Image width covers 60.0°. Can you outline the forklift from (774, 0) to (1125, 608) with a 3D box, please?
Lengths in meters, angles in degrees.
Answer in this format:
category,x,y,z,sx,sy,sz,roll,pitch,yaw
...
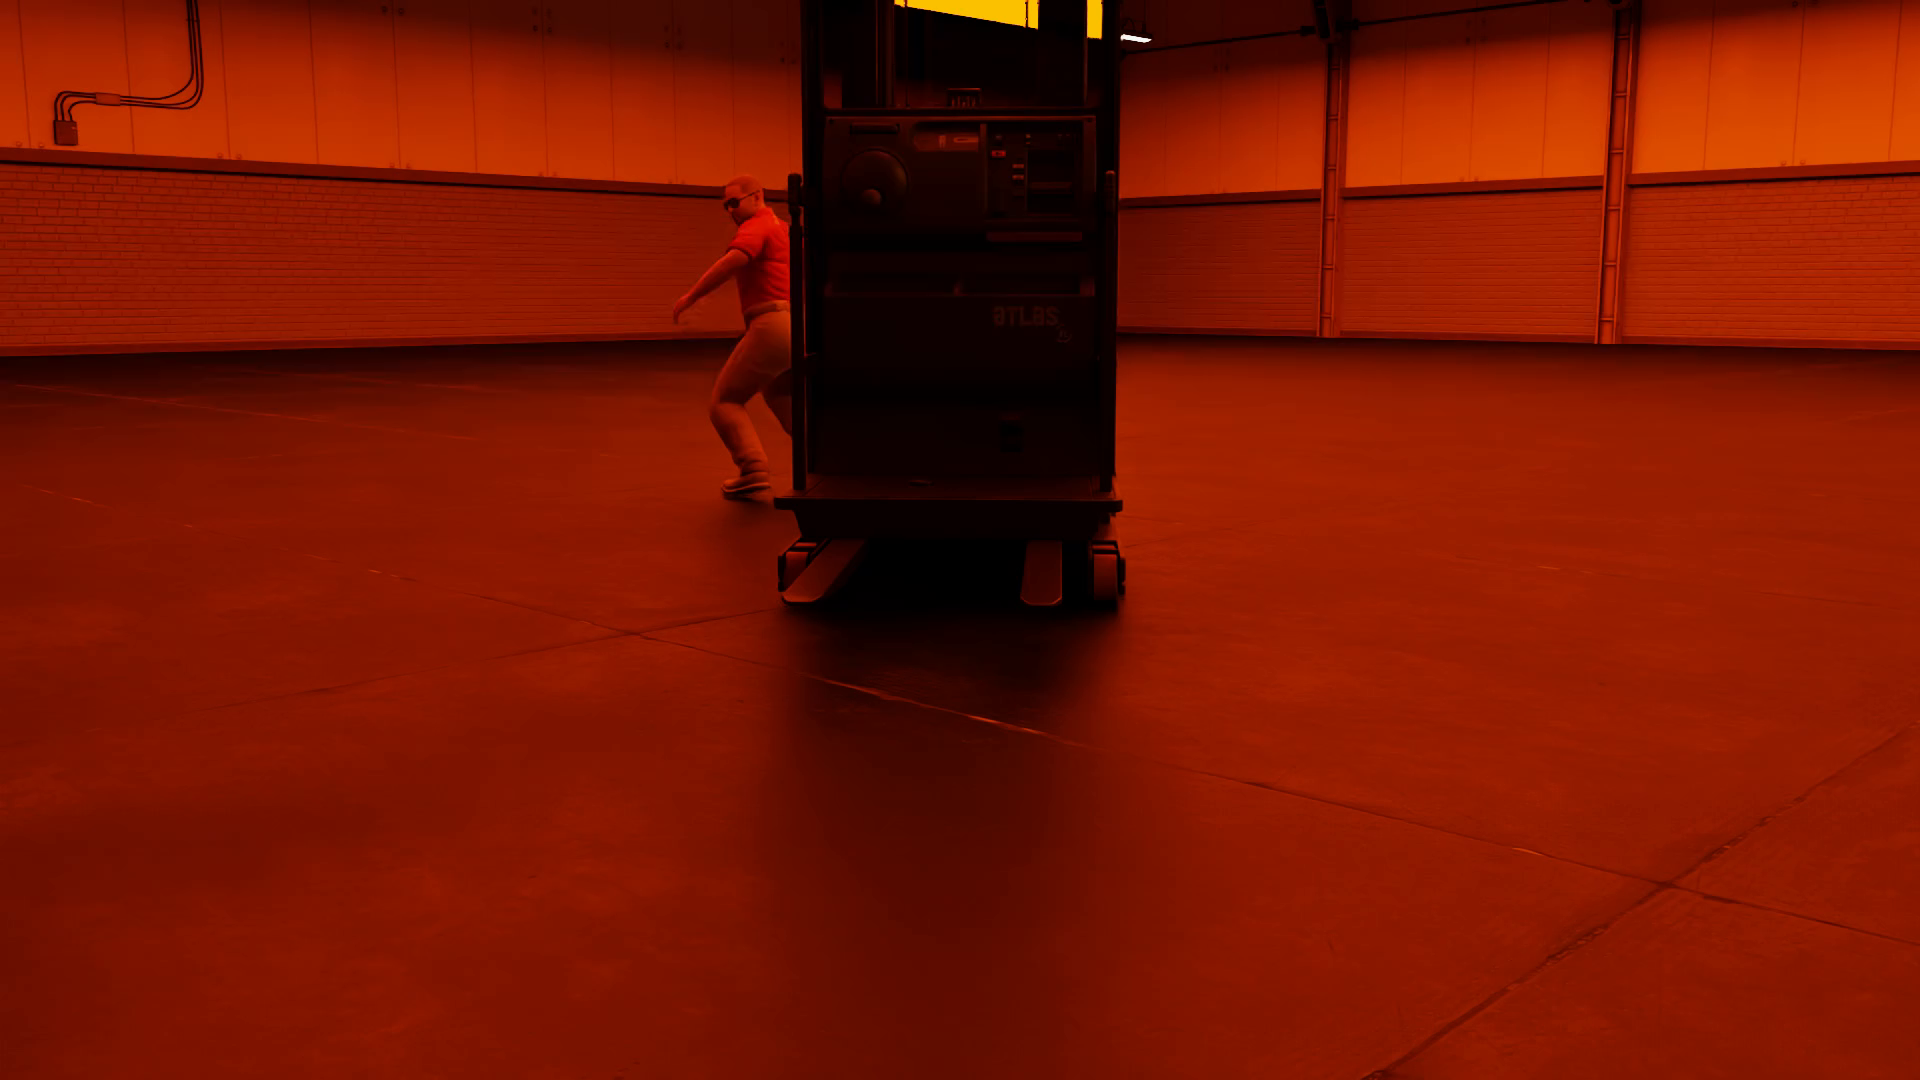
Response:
category,x,y,z,sx,sy,sz,roll,pitch,yaw
forklift,-0.012,-1.294,5.464,1.130,2.935,3.031,1,9,3

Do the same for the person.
category,x,y,z,sx,sy,sz,roll,pitch,yaw
person,-0.912,-0.967,8.272,0.549,1.662,1.028,5,10,31
